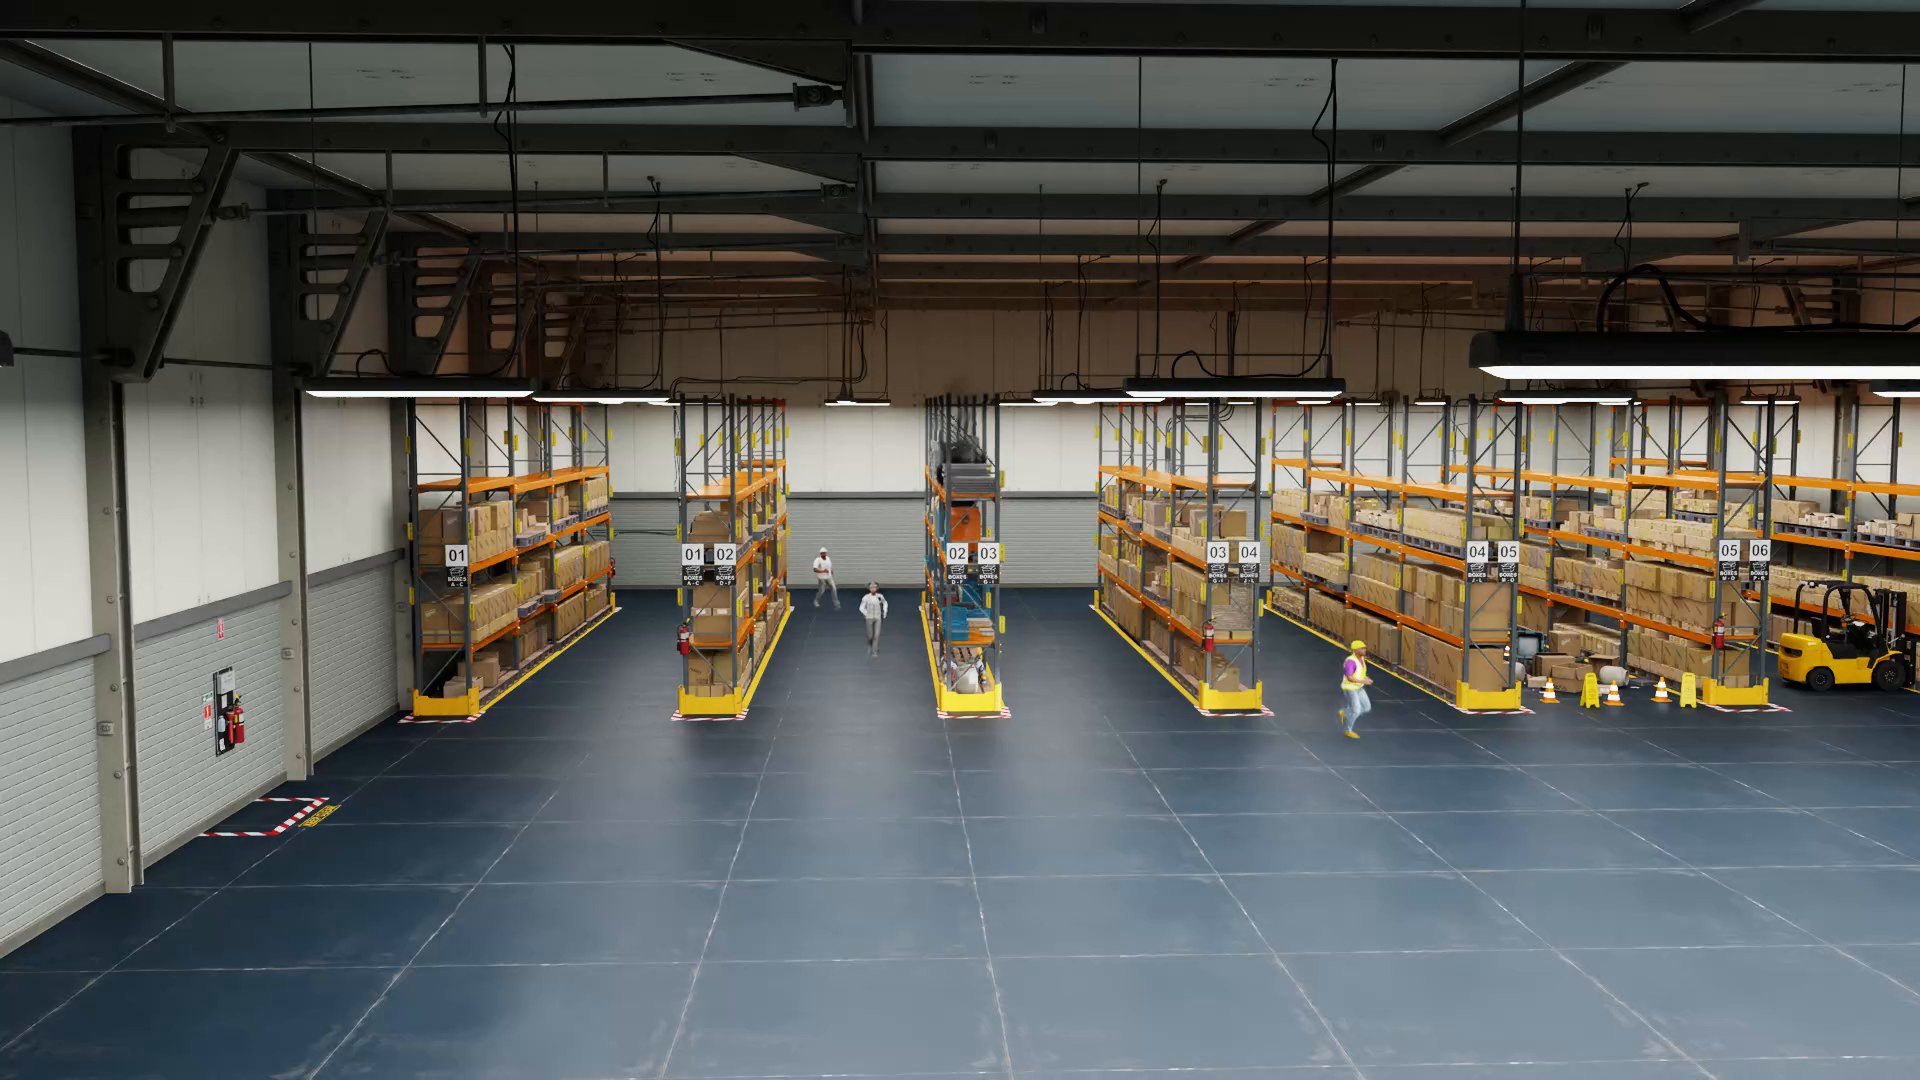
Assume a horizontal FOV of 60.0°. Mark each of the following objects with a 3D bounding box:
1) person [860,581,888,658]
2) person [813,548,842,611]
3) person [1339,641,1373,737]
[{"bbox_3d":[-1.880,1.731,36.568,0.632,1.656,0.768,0,5,-6],"label":"person"},{"bbox_3d":[-3.857,1.103,47.351,0.706,1.778,0.944,-4,6,-40],"label":"person"},{"bbox_3d":[6.910,2.589,28.929,0.649,1.711,0.749,3,6,35],"label":"person"}]
